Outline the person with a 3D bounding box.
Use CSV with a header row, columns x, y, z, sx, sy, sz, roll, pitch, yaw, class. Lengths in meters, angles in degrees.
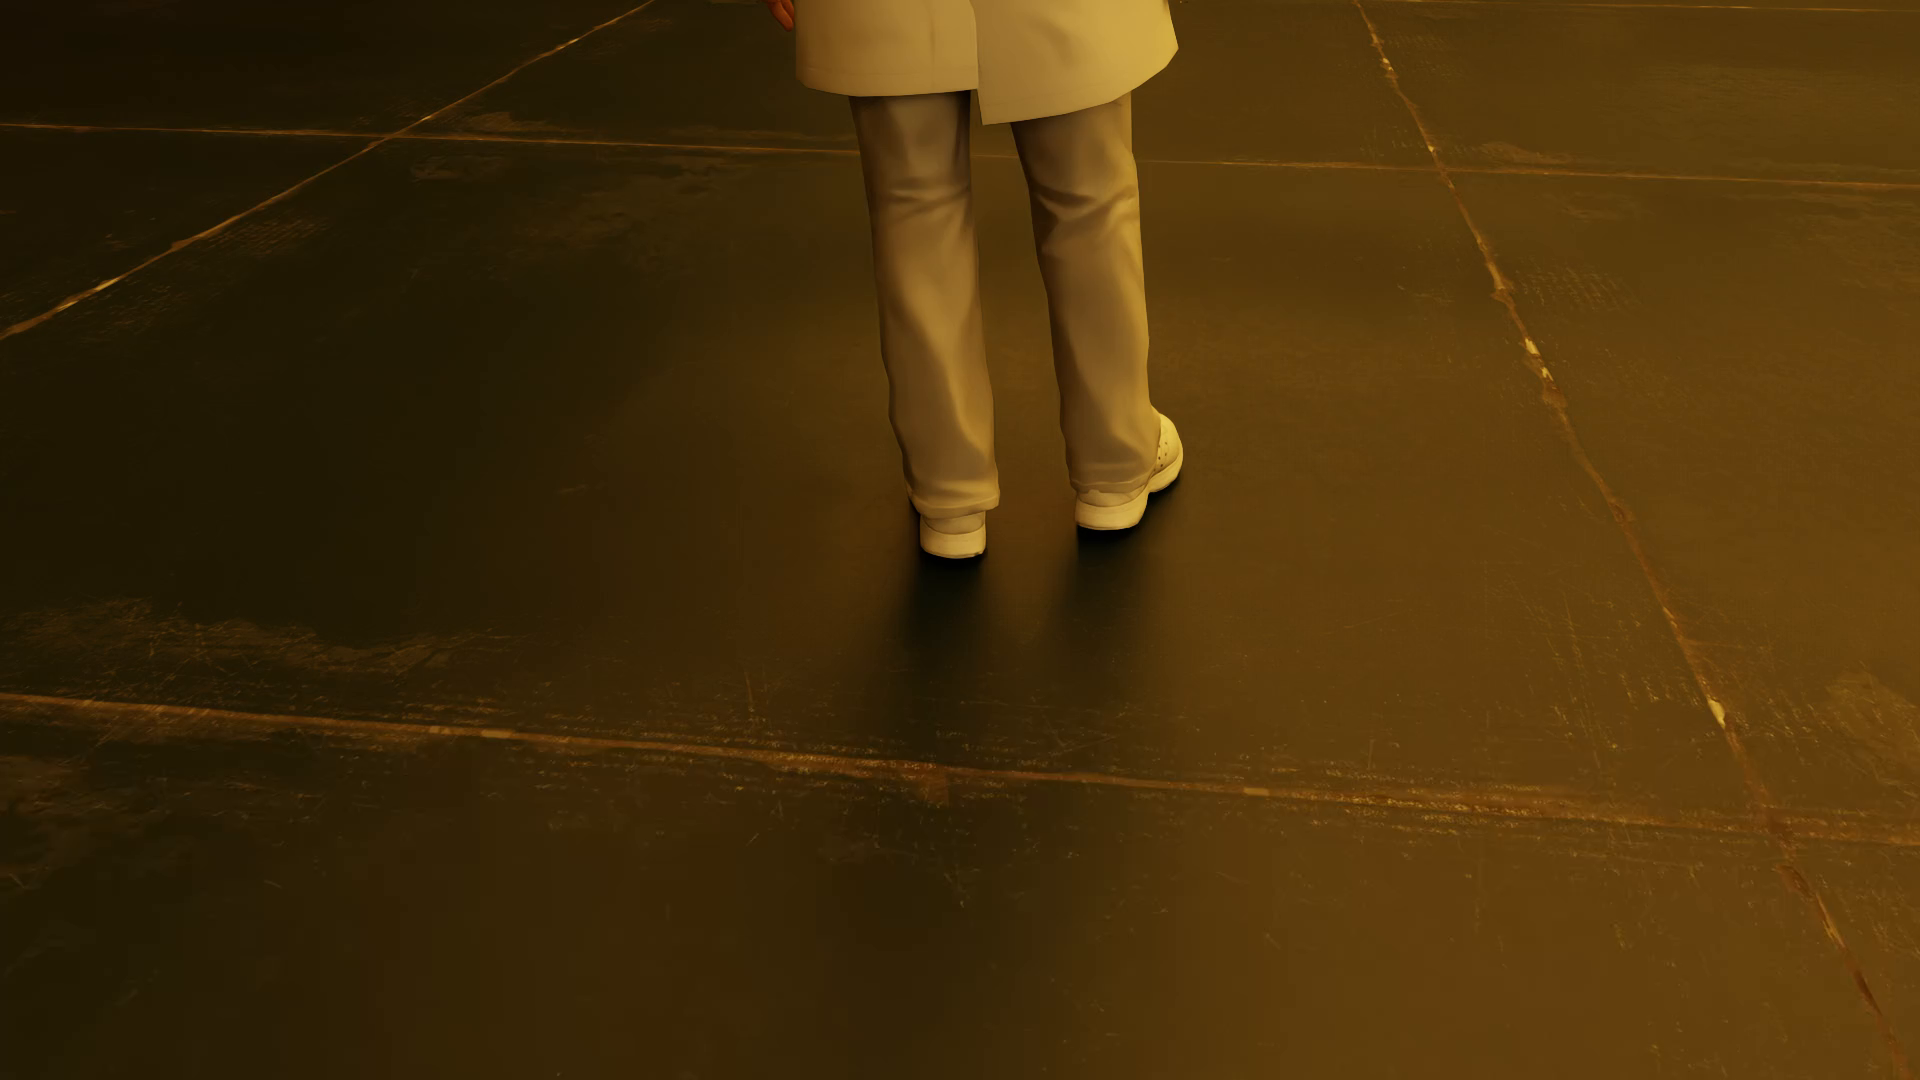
x,y,z,sx,sy,sz,roll,pitch,yaw,class
0.017,-0.841,2.180,0.696,1.775,0.581,3,27,7,person
